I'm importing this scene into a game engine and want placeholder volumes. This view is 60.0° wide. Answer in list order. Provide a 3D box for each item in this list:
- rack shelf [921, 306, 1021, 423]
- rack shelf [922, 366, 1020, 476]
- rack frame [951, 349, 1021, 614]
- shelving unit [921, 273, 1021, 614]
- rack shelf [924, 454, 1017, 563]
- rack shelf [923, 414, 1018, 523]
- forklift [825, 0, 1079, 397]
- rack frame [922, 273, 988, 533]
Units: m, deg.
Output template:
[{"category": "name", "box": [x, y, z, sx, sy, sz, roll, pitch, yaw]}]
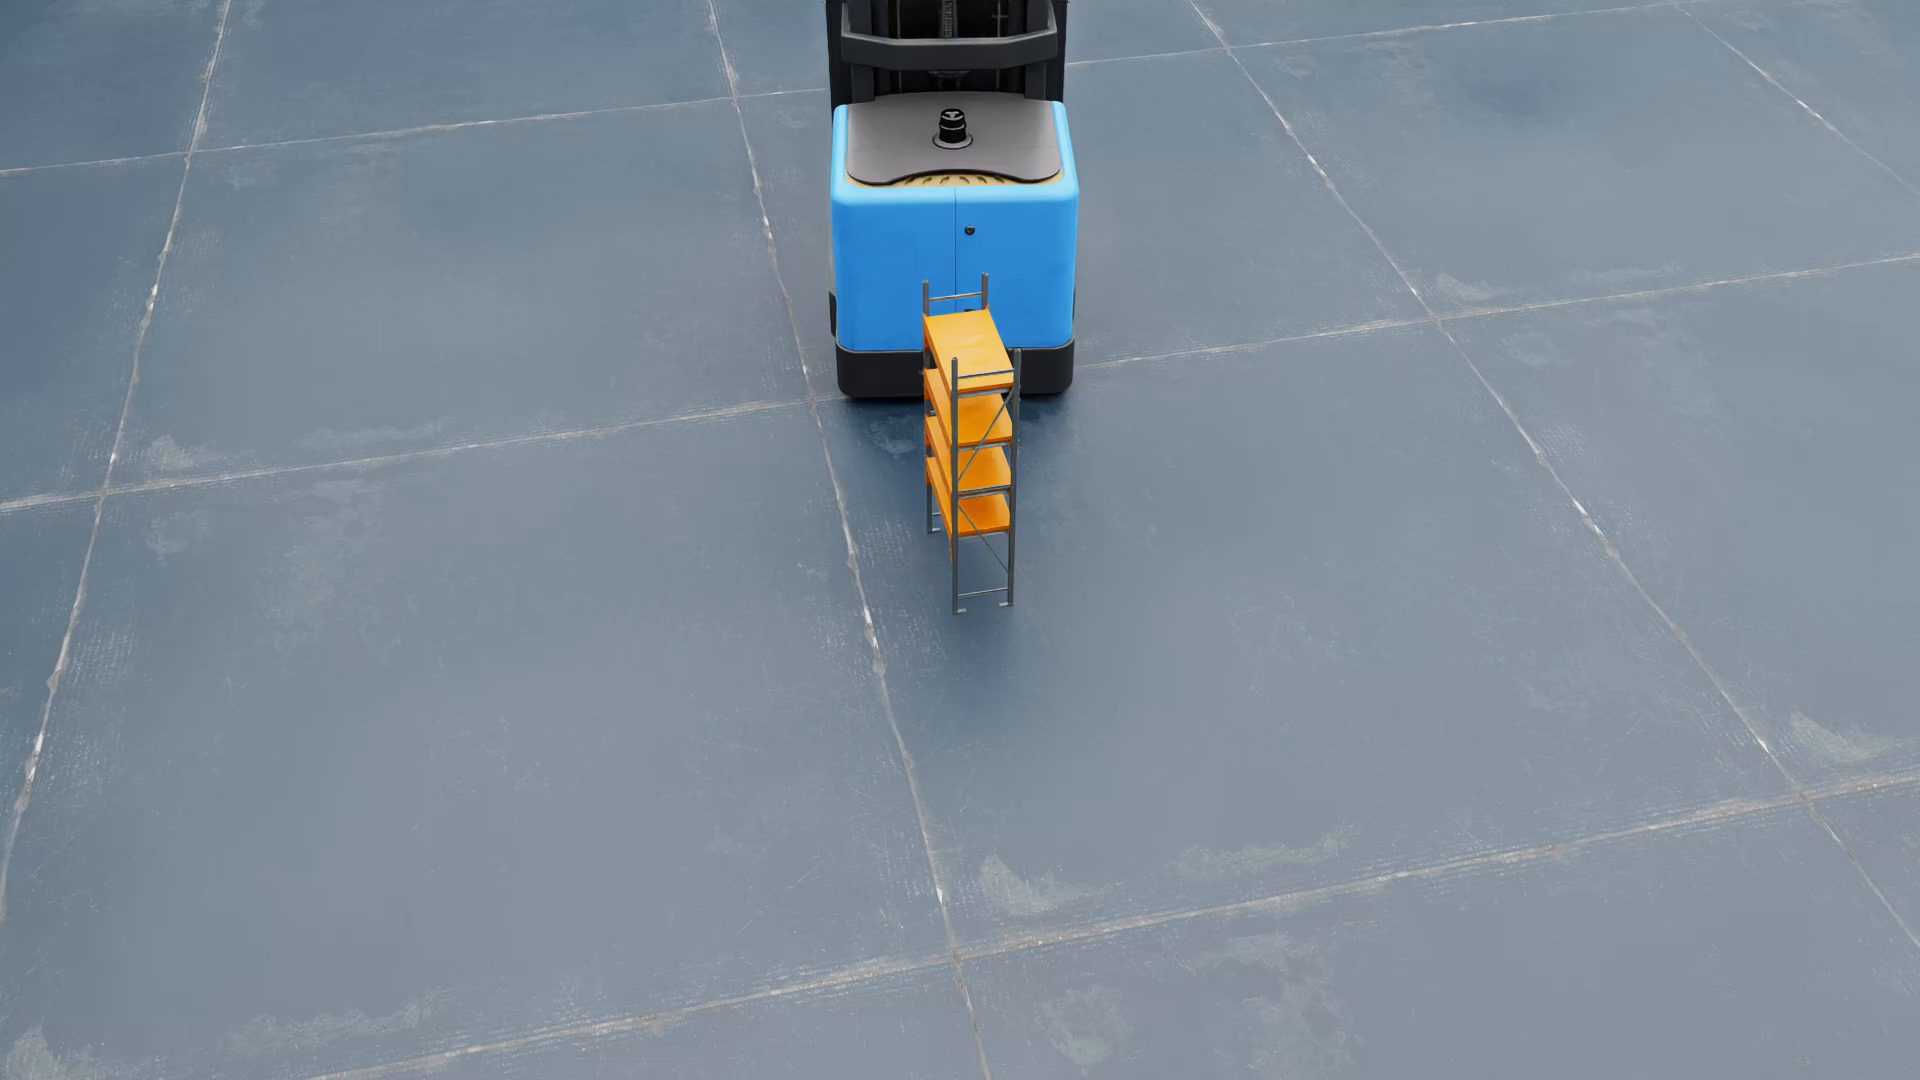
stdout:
[{"category": "rack shelf", "box": [0.036, -0.635, 5.970, 0.258, 0.148, 0.480, -8, 42, -9]}, {"category": "rack shelf", "box": [0.036, -0.458, 6.127, 0.258, 0.148, 0.480, -8, 42, -9]}, {"category": "rack frame", "box": [0.088, -0.183, 6.053, 0.240, 1.200, 0.015, -8, 42, -9]}, {"category": "shelving unit", "box": [0.036, -0.341, 6.231, 0.258, 1.200, 0.503, -8, 42, -9]}, {"category": "rack shelf", "box": [0.036, -0.143, 6.407, 0.258, 0.148, 0.480, -8, 42, -9]}, {"category": "rack shelf", "box": [0.036, -0.291, 6.275, 0.258, 0.148, 0.480, -8, 42, -9]}, {"category": "forklift", "box": [-0.070, -2.687, 7.569, 1.130, 2.935, 3.031, -1, 42, -2]}, {"category": "rack frame", "box": [-0.017, -0.500, 6.409, 0.240, 1.200, 0.015, -8, 42, -9]}]
